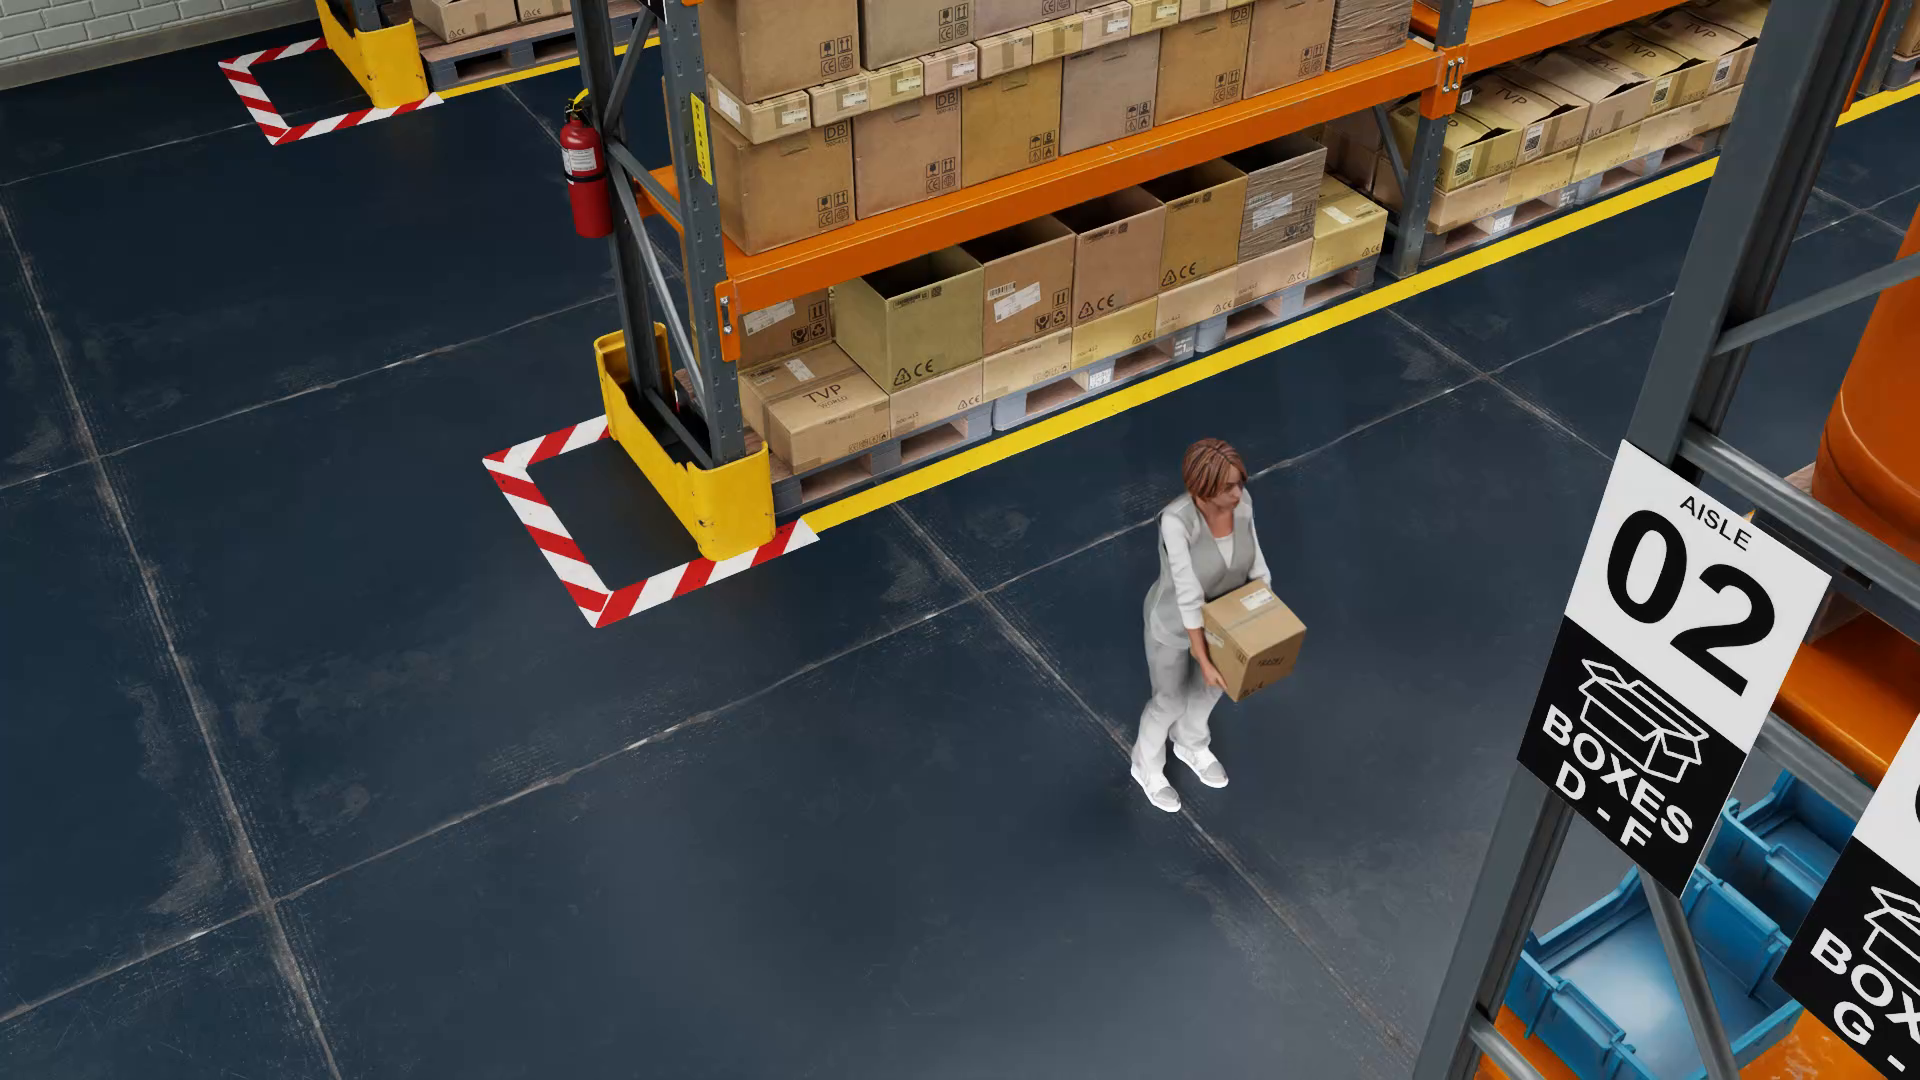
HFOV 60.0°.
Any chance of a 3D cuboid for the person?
[{"bbox_3d":[0.868,0.341,5.781,0.375,1.600,0.502,-23,46,-24],"label":"person"}]
